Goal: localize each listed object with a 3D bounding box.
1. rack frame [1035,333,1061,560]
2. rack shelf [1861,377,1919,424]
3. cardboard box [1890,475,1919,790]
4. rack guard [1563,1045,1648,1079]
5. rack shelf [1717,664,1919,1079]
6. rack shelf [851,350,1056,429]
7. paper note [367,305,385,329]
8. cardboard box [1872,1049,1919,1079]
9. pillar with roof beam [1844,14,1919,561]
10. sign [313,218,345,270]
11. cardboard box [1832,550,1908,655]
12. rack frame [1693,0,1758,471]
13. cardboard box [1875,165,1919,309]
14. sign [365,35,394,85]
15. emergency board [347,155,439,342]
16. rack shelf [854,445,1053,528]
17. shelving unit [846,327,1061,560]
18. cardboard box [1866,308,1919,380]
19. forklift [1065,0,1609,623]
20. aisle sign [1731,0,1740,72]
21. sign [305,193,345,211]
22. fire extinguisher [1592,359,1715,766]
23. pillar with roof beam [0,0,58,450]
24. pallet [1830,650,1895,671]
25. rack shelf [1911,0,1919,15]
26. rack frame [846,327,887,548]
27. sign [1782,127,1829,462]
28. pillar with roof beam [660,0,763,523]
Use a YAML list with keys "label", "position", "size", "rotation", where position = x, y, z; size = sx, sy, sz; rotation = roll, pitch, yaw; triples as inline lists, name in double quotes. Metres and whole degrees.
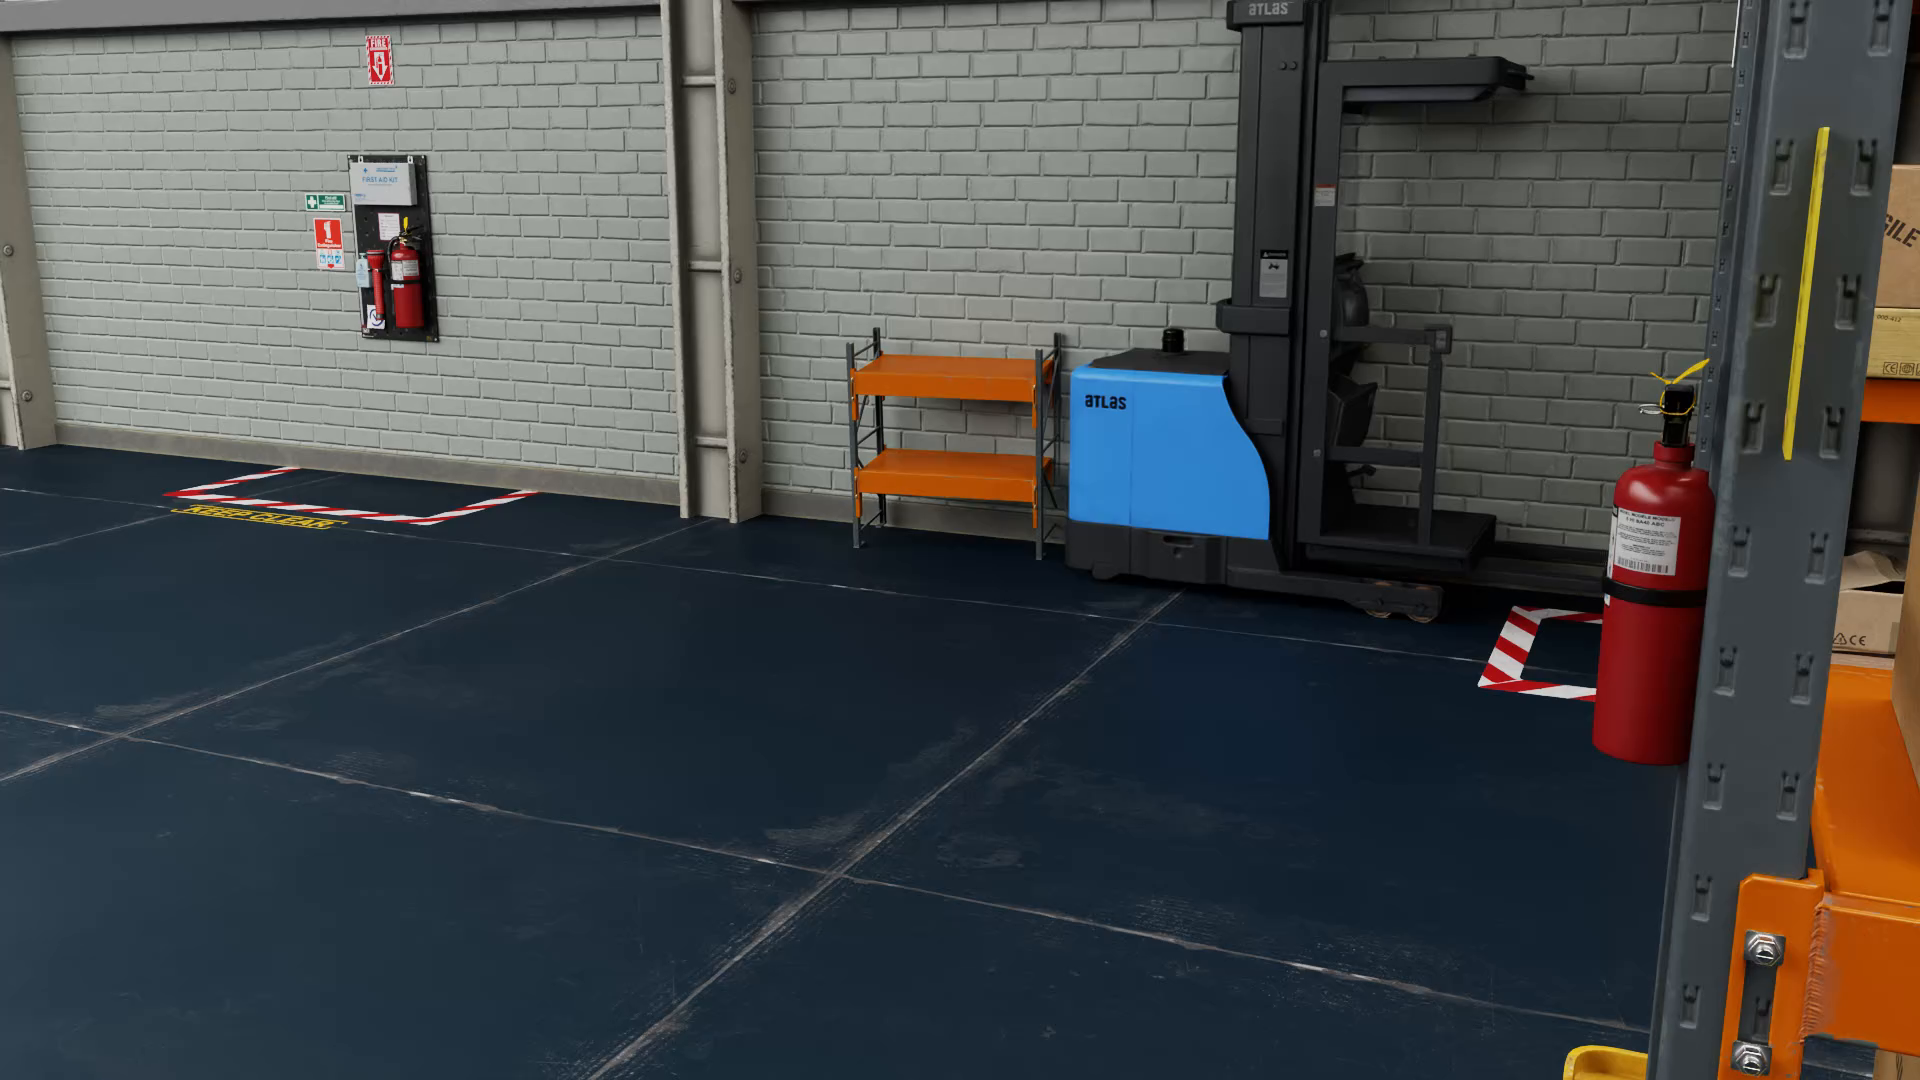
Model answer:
- label: "rack frame"
  position: [0.472, -0.502, 8.858]
  size: [0.032, 1.125, 0.500]
  rotation: [4, 18, 15]
- label: "rack shelf"
  position: [4.912, -0.402, 5.977]
  size: [4.000, 0.370, 1.077]
  rotation: [6, 14, 23]
- label: "cardboard box"
  position: [1.502, 0.095, 2.066]
  size: [0.500, 0.500, 0.700]
  rotation: [6, 14, 23]
- label: "rack guard"
  position: [1.058, 1.312, 2.568]
  size: [0.348, 0.500, 1.175]
  rotation: [6, 14, 23]
- label: "rack shelf"
  position: [2.909, 0.633, 1.566]
  size: [4.000, 0.370, 1.077]
  rotation: [6, 14, 23]
- label: "rack shelf"
  position: [-0.024, -0.813, 8.899]
  size: [1.000, 0.278, 0.538]
  rotation: [4, 18, 15]
- label: "paper note"
  position: [-3.790, -1.447, 10.784]
  size: [0.142, 0.148, 0.016]
  rotation: [6, 14, 23]
- label: "cardboard box"
  position: [1.691, 0.854, 2.507]
  size: [0.500, 0.500, 0.500]
  rotation: [6, 14, 23]
- label: "pillar with roof beam"
  position: [2.330, -3.075, 2.660]
  size: [0.400, 9.000, 9.100]
  rotation: [6, 14, 23]
- label: "sign"
  position: [-4.120, -1.935, 10.858]
  size: [0.234, 0.329, 0.001]
  rotation: [6, 14, 23]
- label: "cardboard box"
  position: [3.679, 0.240, 6.588]
  size: [0.500, 0.311, 0.500]
  rotation: [4, 14, 17]
- label: "rack frame"
  position: [3.083, -0.937, 6.684]
  size: [0.127, 3.000, 1.000]
  rotation: [6, 14, 23]
- label: "cardboard box"
  position: [3.398, -1.132, 6.157]
  size: [0.500, 0.500, 0.500]
  rotation: [6, 14, 23]
- label: "sign"
  position: [-3.623, -2.995, 10.379]
  size: [0.199, 0.298, 0.001]
  rotation: [6, 14, 23]
- label: "emergency board"
  position: [-3.656, -1.845, 10.552]
  size: [0.643, 1.169, 0.194]
  rotation: [6, 14, 23]
- label: "rack shelf"
  position: [-0.014, -0.300, 9.060]
  size: [1.000, 0.278, 0.538]
  rotation: [4, 18, 15]
- label: "shelving unit"
  position: [-0.019, -0.533, 8.987]
  size: [1.048, 1.125, 0.538]
  rotation: [4, 18, 15]
- label: "cardboard box"
  position: [3.401, -0.763, 6.224]
  size: [0.500, 0.250, 0.500]
  rotation: [5, 14, 22]
- label: "forklift"
  position: [2.090, -1.185, 7.890]
  size: [3.031, 2.935, 1.130]
  rotation: [6, 15, 24]
- label: "aisle sign"
  position: [2.896, -2.147, 6.148]
  size: [0.004, 0.787, 0.394]
  rotation: [6, 14, 23]
- label: "sign"
  position: [-4.119, -2.191, 10.788]
  size: [0.331, 0.109, 0.001]
  rotation: [6, 14, 23]
- label: "fire extinguisher"
  position: [1.160, 0.027, 2.742]
  size: [0.183, 0.674, 0.296]
  rotation: [6, 14, 23]
- label: "pillar with roof beam"
  position: [-8.642, -4.185, 7.392]
  size: [0.400, 9.000, 9.100]
  rotation: [6, 14, 23]
- label: "pallet"
  position: [3.881, 0.510, 6.621]
  size: [1.213, 0.211, 1.003]
  rotation: [6, 14, 23]
- label: "rack shelf"
  position: [4.912, -1.862, 5.635]
  size: [4.000, 0.370, 1.077]
  rotation: [6, 14, 23]
- label: "rack frame"
  position: [-0.509, -0.565, 9.116]
  size: [0.032, 1.125, 0.500]
  rotation: [4, 18, 15]
- label: "sign"
  position: [0.850, -0.247, 1.673]
  size: [0.005, 0.325, 0.100]
  rotation: [6, 14, 23]
- label: "pillar with roof beam"
  position: [-3.156, -3.630, 5.026]
  size: [0.400, 9.000, 9.100]
  rotation: [6, 14, 23]
